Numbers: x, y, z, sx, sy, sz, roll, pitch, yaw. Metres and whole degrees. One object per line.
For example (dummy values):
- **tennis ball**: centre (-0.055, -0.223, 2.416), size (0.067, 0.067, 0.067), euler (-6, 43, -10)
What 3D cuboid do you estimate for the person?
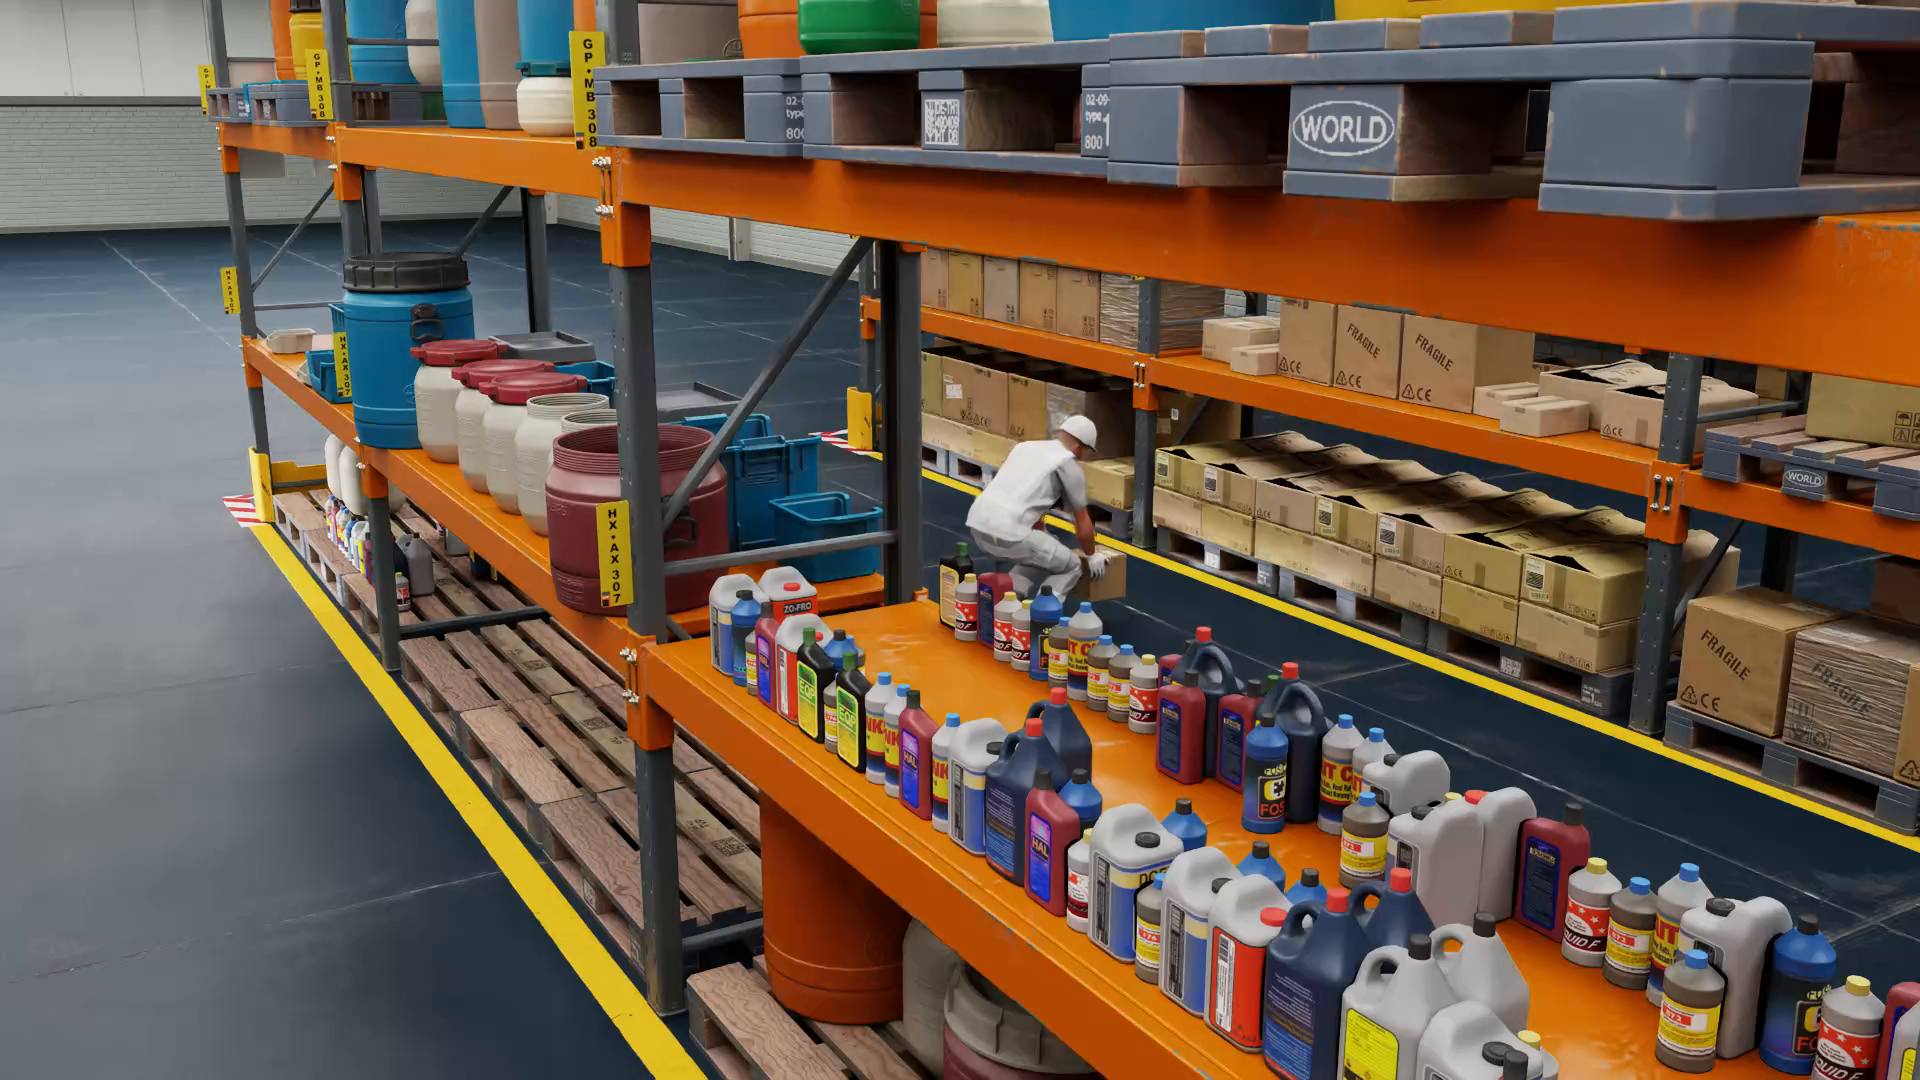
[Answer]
- **person**: centre (0.416, -0.052, 9.253), size (0.832, 1.239, 0.582), euler (-9, 17, -30)
